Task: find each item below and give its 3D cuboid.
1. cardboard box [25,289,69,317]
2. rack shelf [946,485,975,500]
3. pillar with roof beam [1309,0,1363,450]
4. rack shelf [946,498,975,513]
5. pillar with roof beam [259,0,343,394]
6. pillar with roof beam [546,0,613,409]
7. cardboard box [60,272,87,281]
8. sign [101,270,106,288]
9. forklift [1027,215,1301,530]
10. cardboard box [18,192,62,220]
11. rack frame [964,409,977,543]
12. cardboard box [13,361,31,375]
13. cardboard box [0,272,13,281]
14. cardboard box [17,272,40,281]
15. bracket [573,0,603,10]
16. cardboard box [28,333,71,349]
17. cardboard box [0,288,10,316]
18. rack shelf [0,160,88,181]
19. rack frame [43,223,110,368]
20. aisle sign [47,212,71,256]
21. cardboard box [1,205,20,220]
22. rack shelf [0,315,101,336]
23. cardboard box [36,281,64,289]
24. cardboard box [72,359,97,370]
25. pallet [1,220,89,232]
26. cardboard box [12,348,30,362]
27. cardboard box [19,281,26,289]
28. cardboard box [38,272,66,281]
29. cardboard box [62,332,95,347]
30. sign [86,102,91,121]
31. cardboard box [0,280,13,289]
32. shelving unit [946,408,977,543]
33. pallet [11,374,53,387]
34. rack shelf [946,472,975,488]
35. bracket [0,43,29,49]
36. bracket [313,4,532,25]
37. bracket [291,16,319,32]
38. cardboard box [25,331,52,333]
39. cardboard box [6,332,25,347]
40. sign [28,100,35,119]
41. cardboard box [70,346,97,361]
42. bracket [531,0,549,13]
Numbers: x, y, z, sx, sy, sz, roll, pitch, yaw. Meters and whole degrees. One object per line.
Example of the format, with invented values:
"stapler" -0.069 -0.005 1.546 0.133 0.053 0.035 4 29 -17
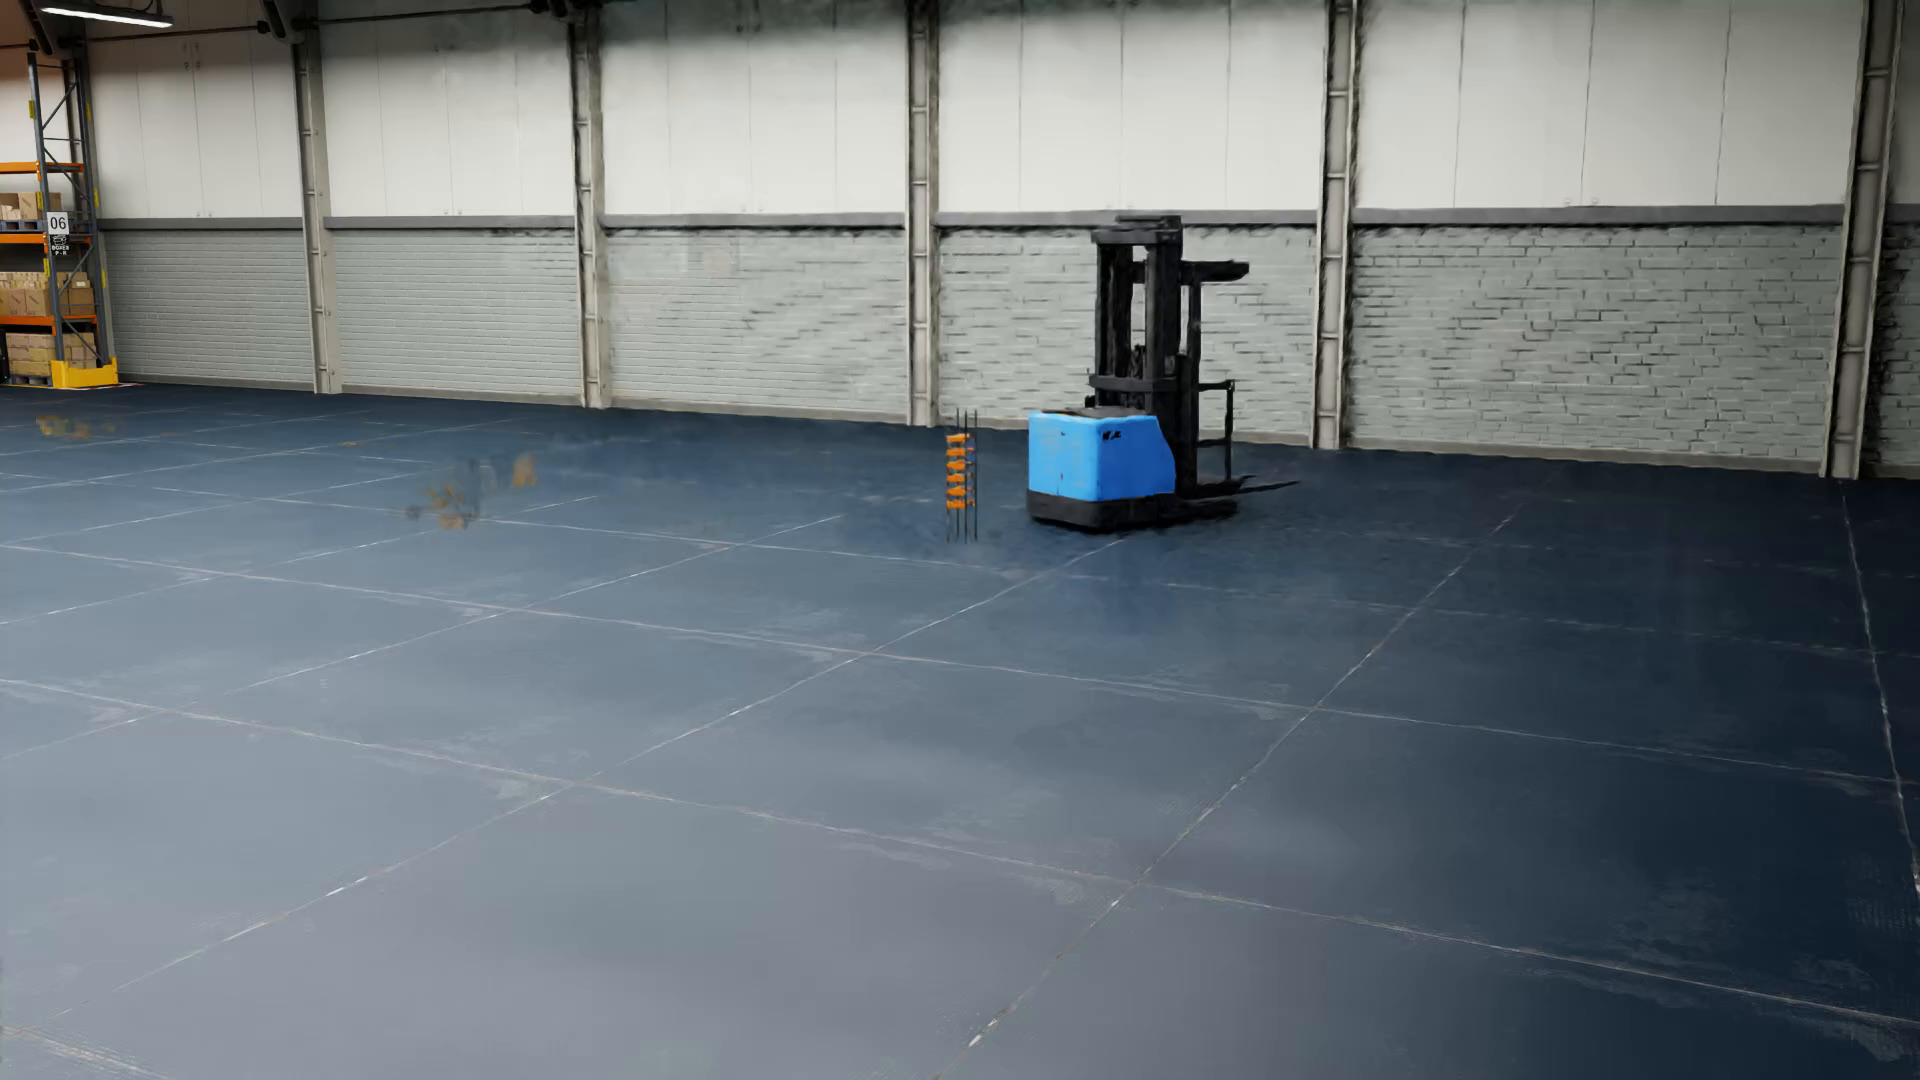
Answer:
"cardboard box" -17.016 -4.430 31.001 0.500 0.500 0.500 5 11 25
"rack shelf" 0.013 -0.427 15.146 0.180 0.103 0.258 5 11 26
"pillar with roof beam" 2.934 -4.956 17.344 0.400 9.000 9.100 5 11 26
"rack shelf" 0.013 -0.309 15.168 0.180 0.103 0.258 5 11 26
"pillar with roof beam" -13.208 -6.374 25.181 0.548 9.000 9.100 5 11 26
"pillar with roof beam" -7.828 -5.901 22.568 0.548 9.000 9.100 5 11 26
"cardboard box" -16.665 -4.959 31.269 0.250 0.149 0.380 5 11 25
"sign" -16.208 -4.937 31.431 0.005 0.325 0.100 5 11 26
"forklift" 2.140 -1.720 16.502 3.031 2.935 1.130 -8 13 -36
"cardboard box" -16.964 -6.161 30.683 0.500 0.500 0.500 5 12 28
"rack frame" 0.095 -0.582 15.077 0.006 1.200 0.240 5 11 26
"cardboard box" -17.462 -3.264 31.386 0.500 0.250 0.500 5 11 26
"cardboard box" -17.828 -4.958 31.264 0.250 0.149 0.380 5 12 27
"cardboard box" -17.355 -4.924 31.075 0.250 0.149 0.380 5 12 27
"bracket" -5.708 -8.271 25.553 0.430 0.232 0.235 5 11 26
"cardboard box" -17.010 -3.716 31.072 0.500 0.250 0.500 5 12 28
"cardboard box" -17.937 -4.512 31.458 0.500 0.500 0.500 5 11 25
"rack shelf" -18.252 -6.942 31.464 4.000 0.370 1.077 5 11 26
"rack frame" -16.459 -4.383 31.028 0.127 3.000 1.000 5 11 26
"aisle sign" -16.530 -5.611 30.509 0.004 0.787 0.394 5 11 26
"cardboard box" -17.564 -6.086 30.930 0.258 0.266 0.396 5 11 26
"rack shelf" -18.252 -4.187 31.963 4.000 0.370 1.077 5 11 26
"cardboard box" -16.894 -4.734 30.865 0.250 0.149 0.380 5 11 27
"cardboard box" -16.813 -3.307 31.622 0.500 0.250 0.500 5 11 26
"pallet" -17.081 -5.876 31.099 1.213 0.211 1.003 5 11 26
"cardboard box" -17.479 -3.513 31.355 0.500 0.250 0.500 5 11 25
"cardboard box" -17.342 -4.780 31.117 0.250 0.149 0.380 5 12 27
"cardboard box" -16.873 -4.893 30.905 0.250 0.149 0.380 5 11 26
"cardboard box" -16.806 -3.797 31.523 0.500 0.250 0.500 5 11 25
"sign" -16.208 -7.961 30.883 0.005 0.325 0.100 5 11 26
"cardboard box" -17.819 -4.815 31.310 0.250 0.149 0.380 5 11 24
"shelving unit" 0.013 -0.589 15.117 0.189 1.200 0.258 5 11 26
"pallet" -17.163 -3.065 31.572 1.213 0.211 1.003 5 11 26
"rack shelf" 0.013 -0.546 15.125 0.180 0.103 0.258 5 11 26
"bracket" -19.524 -9.485 32.261 4.783 0.066 0.076 5 11 26
"bracket" -8.763 -8.539 27.036 4.783 0.066 0.076 5 11 26
"bracket" -11.089 -8.743 28.165 0.430 0.232 0.235 5 11 26
"cardboard box" -17.699 -3.877 31.964 0.500 0.250 0.500 5 11 25
"cardboard box" -17.927 -3.793 31.500 0.500 0.250 0.500 5 11 27
"sign" -16.712 -7.749 29.931 0.005 0.325 0.100 5 11 26
"cardboard box" -16.788 -3.553 31.579 0.500 0.250 0.500 5 12 27
"bracket" -6.452 -8.336 25.914 0.430 0.232 0.235 5 11 26
